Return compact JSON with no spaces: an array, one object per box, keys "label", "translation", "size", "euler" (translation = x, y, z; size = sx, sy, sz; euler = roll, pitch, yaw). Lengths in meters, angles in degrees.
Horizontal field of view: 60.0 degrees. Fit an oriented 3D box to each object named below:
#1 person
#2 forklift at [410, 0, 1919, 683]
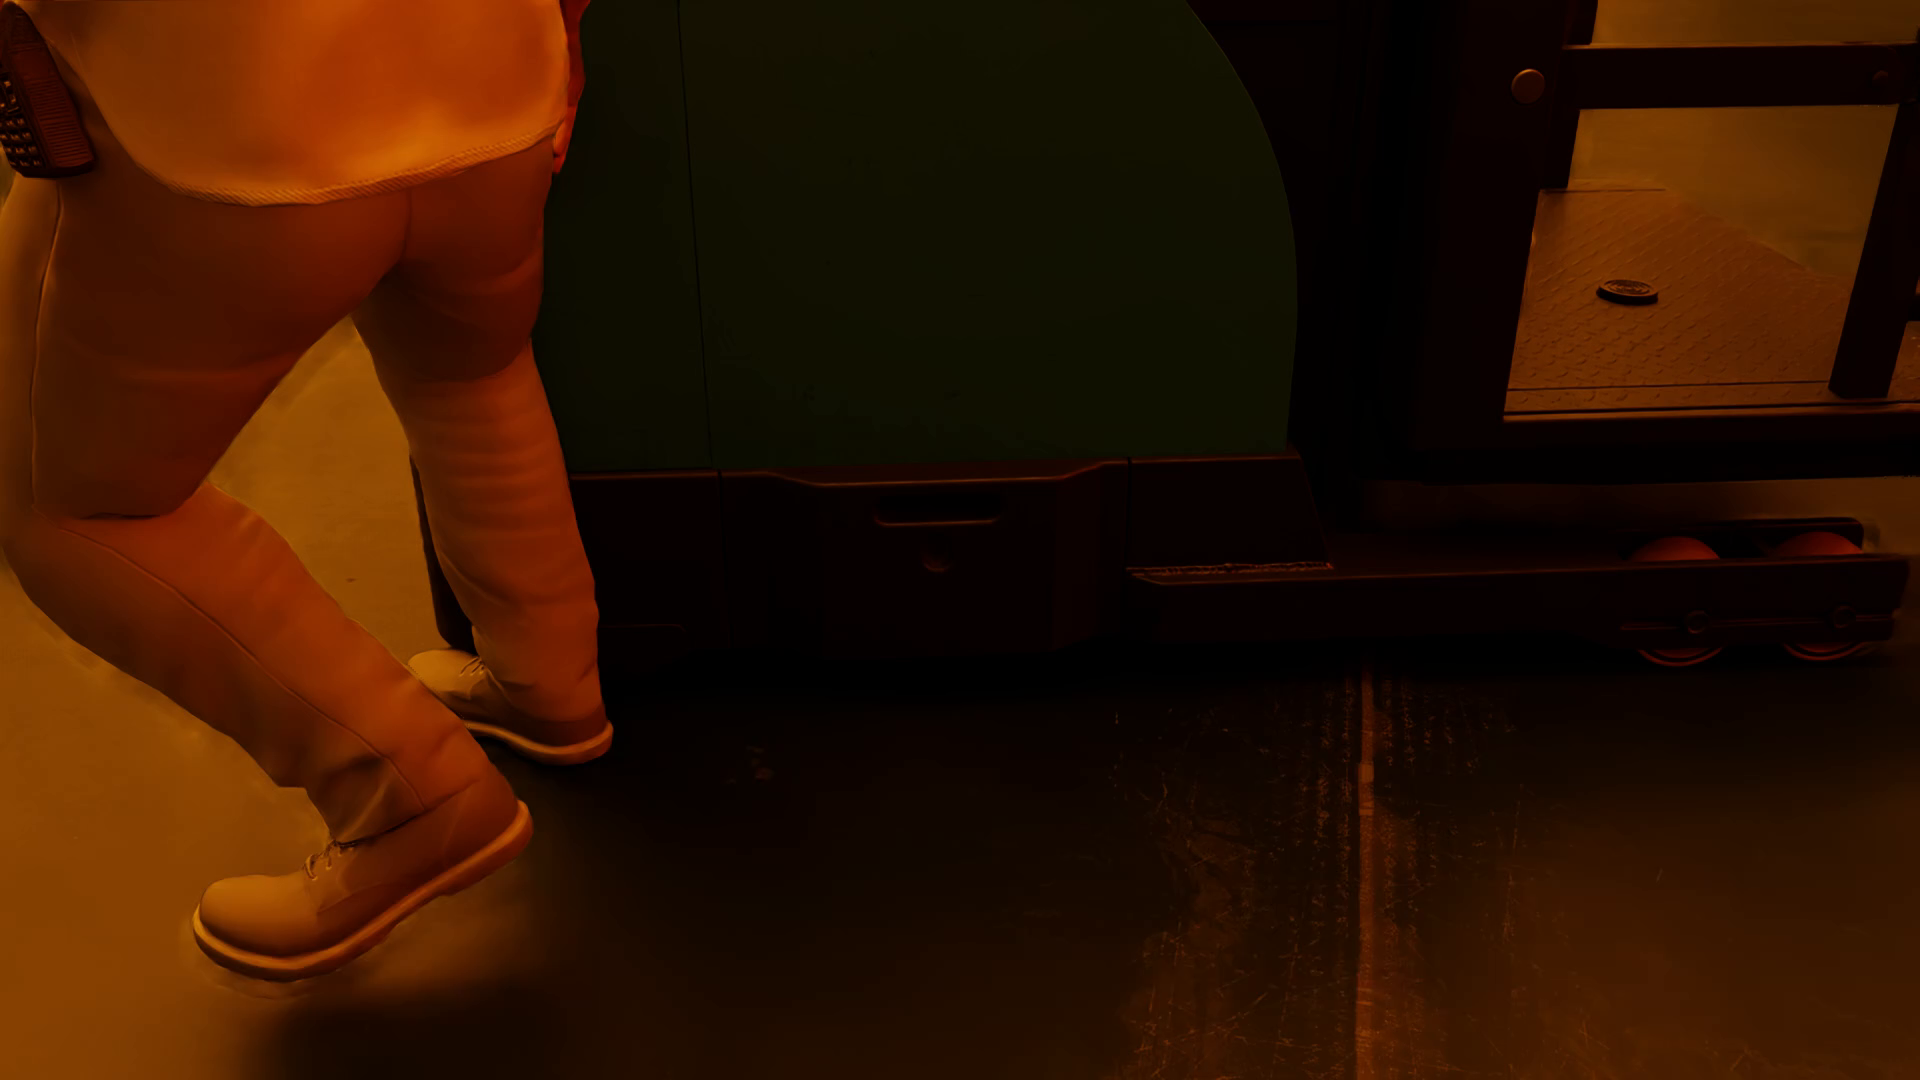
[{"label":"person","translation":[-0.598,-0.418,1.462],"size":[0.556,1.696,0.765],"euler":[18,32,32]},{"label":"forklift","translation":[0.810,-1.380,1.982],"size":[3.031,2.935,1.130],"euler":[-2,27,-4]}]
